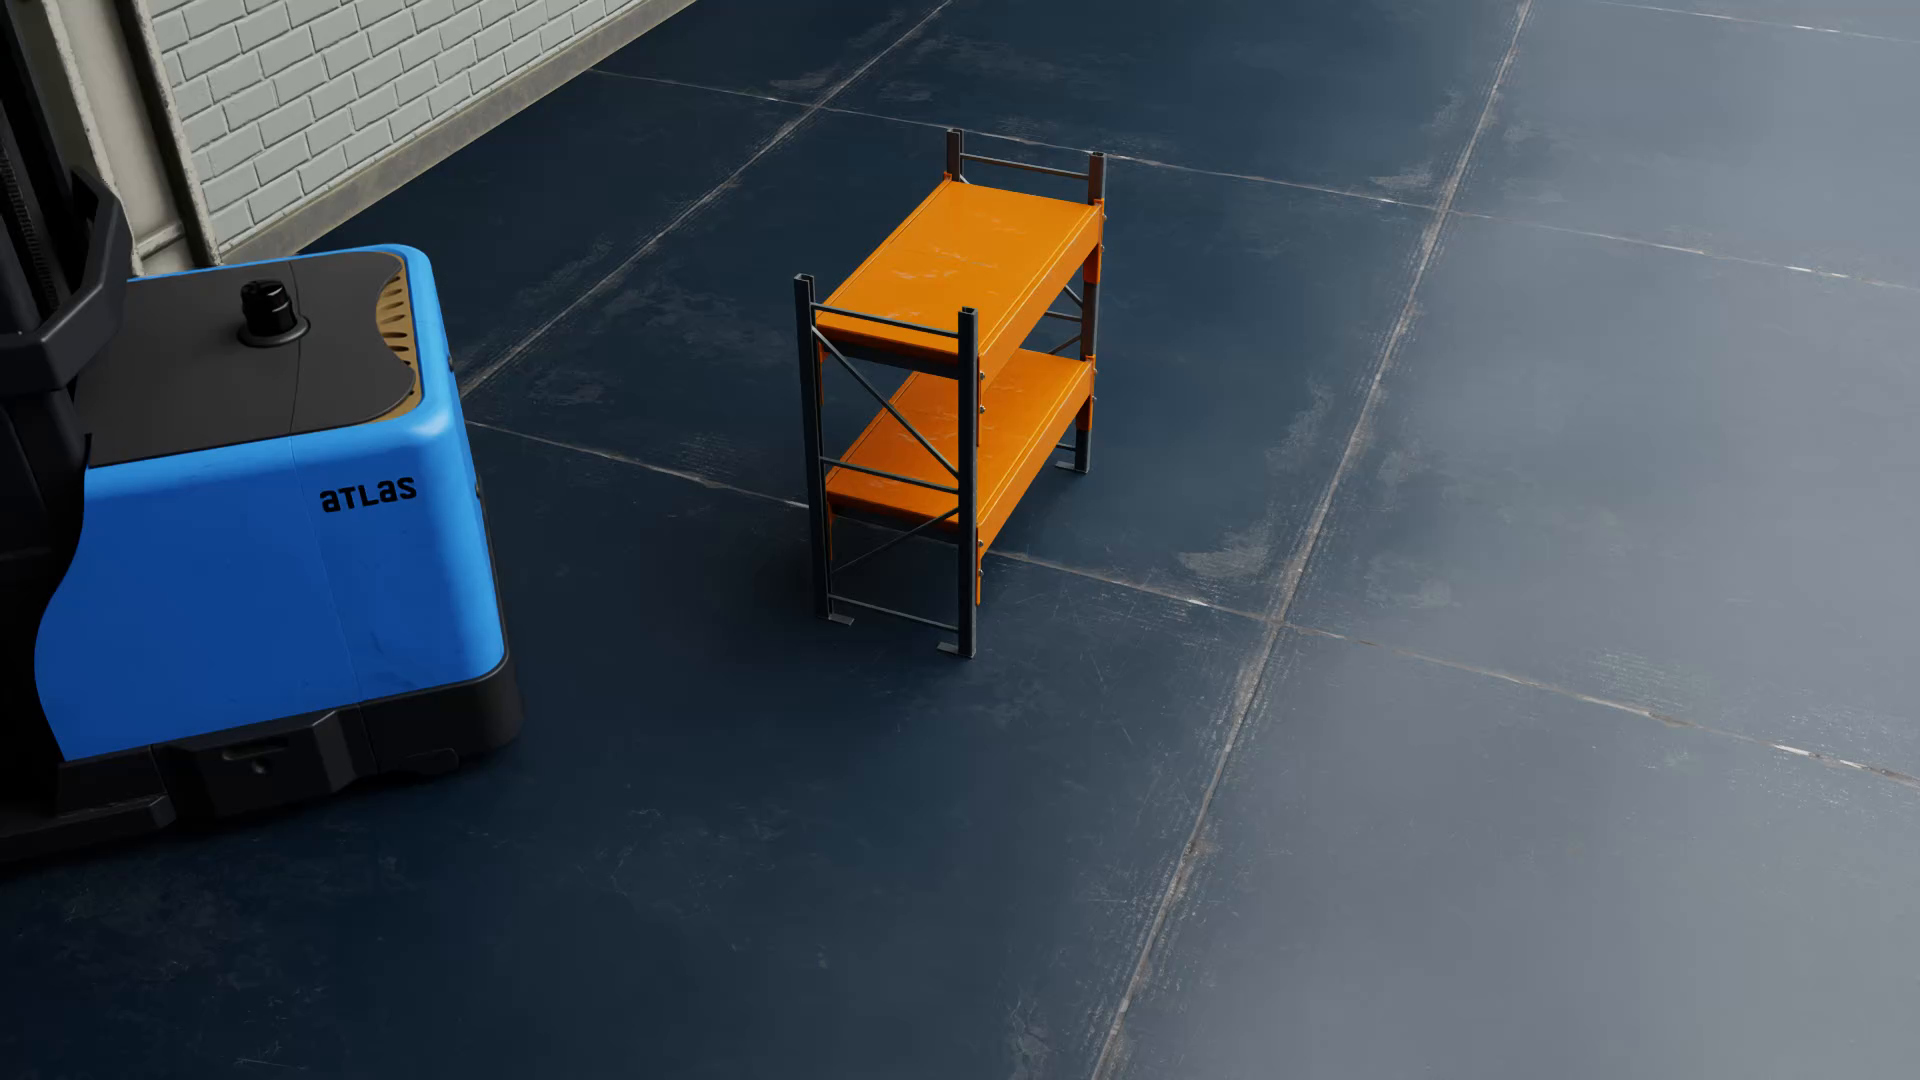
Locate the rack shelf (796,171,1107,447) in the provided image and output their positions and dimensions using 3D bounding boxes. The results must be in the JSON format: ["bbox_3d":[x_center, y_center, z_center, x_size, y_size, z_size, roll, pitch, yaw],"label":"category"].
[{"bbox_3d":[0.003,-0.689,4.743,0.538,0.278,1.000,14,39,18],"label":"rack shelf"}]

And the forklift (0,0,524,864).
[{"bbox_3d":[-2.749,-0.595,3.599,3.031,2.935,1.130,-11,38,-14],"label":"forklift"}]

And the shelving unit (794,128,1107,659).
[{"bbox_3d":[0.003,-0.454,4.918,0.538,1.125,1.048,14,39,18],"label":"shelving unit"}]

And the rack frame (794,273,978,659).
[{"bbox_3d":[-0.191,-0.173,4.542,0.500,1.125,0.032,14,39,18],"label":"rack frame"}]

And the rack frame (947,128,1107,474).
[{"bbox_3d":[0.196,-0.736,5.295,0.500,1.125,0.032,14,39,18],"label":"rack frame"}]

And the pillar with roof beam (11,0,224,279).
[{"bbox_3d":[1.057,-3.333,2.192,9.100,9.000,0.400,14,39,18],"label":"pillar with roof beam"}]

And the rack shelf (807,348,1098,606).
[{"bbox_3d":[0.003,-0.258,5.065,0.538,0.278,1.000,14,39,18],"label":"rack shelf"}]
